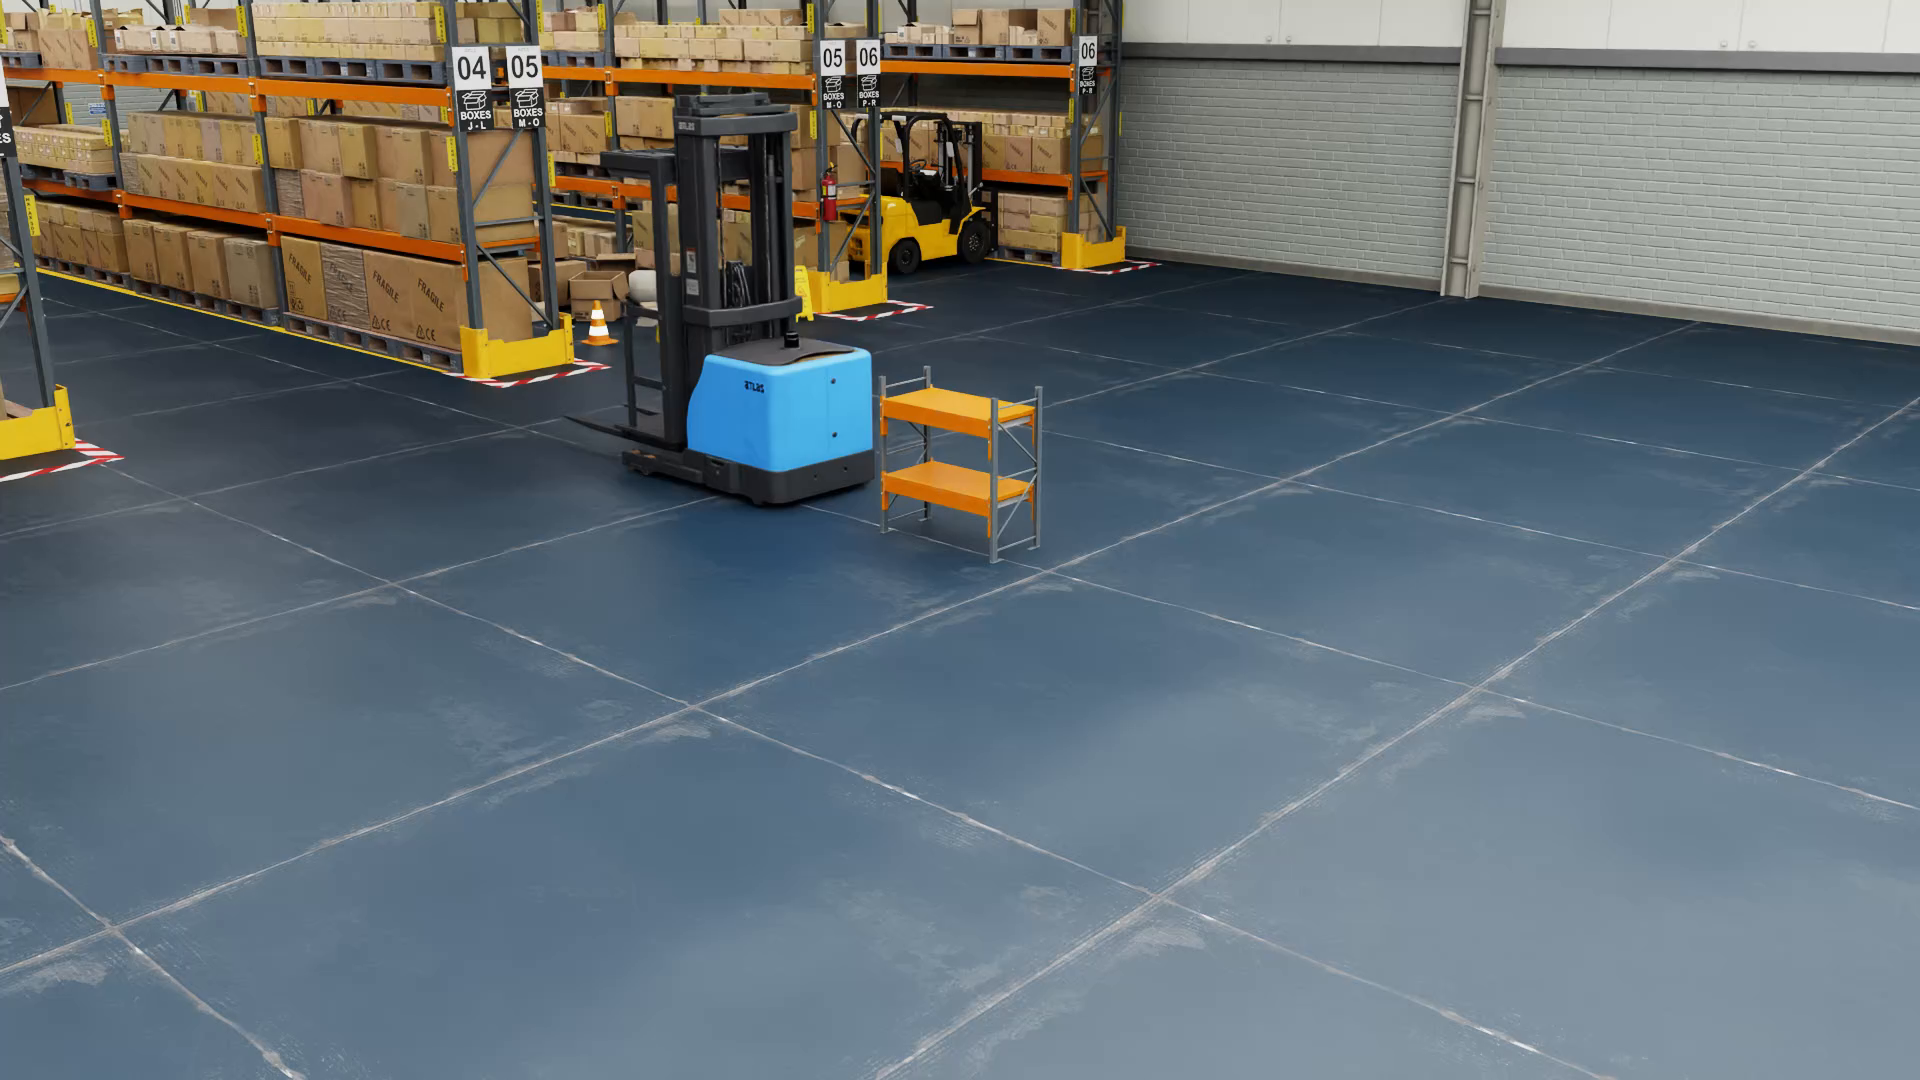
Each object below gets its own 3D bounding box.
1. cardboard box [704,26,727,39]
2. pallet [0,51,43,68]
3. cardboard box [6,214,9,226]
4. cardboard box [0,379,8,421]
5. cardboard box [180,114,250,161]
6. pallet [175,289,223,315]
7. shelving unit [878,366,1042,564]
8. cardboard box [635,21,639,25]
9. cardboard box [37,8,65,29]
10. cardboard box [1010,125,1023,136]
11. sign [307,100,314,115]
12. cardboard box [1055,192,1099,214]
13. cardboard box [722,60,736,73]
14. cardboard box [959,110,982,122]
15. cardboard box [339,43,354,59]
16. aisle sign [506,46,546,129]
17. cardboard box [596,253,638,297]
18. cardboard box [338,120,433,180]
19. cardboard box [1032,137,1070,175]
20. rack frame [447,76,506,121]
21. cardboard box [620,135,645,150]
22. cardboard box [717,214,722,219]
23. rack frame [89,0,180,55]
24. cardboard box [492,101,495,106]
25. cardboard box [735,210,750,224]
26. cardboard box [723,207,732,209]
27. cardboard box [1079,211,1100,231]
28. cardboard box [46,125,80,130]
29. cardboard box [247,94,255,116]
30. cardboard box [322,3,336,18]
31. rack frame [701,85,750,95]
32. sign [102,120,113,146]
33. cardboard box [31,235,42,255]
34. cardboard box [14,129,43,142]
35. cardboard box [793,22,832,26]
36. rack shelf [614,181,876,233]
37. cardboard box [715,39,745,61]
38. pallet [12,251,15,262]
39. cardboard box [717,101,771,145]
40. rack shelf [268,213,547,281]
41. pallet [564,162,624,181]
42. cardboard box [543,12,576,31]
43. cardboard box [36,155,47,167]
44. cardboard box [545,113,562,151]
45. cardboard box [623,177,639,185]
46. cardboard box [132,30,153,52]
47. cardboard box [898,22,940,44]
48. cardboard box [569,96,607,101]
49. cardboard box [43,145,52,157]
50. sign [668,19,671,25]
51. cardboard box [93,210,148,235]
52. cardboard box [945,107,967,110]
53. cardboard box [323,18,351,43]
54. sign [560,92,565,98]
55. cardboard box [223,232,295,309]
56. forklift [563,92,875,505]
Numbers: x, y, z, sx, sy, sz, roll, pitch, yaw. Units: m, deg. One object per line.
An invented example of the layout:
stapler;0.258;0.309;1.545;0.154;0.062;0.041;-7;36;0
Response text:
cardboard box;-2.976;-6.342;20.775;0.250;0.149;0.380;16;23;41
pallet;-12.375;-6.604;22.815;1.003;0.211;1.213;15;23;39
cardboard box;-13.982;-4.757;24.678;0.250;0.149;0.380;16;24;41
cardboard box;-8.392;-1.246;14.018;0.500;0.500;0.500;-13;22;-36
cardboard box;-9.076;-4.942;20.407;0.500;0.500;0.700;15;23;39
pallet;-9.104;-3.067;20.927;1.213;0.211;1.003;15;23;39
shelving unit;-0.005;-0.538;11.446;1.048;1.125;0.538;15;23;39
cardboard box;-5.918;-9.128;29.521;0.250;0.149;0.380;15;23;40
cardboard box;-12.002;-6.935;22.115;0.258;0.266;0.396;15;23;39
cardboard box;0.947;-6.000;24.322;0.250;0.149;0.380;15;23;39
sign;-10.701;-7.084;27.414;0.005;0.325;0.100;15;23;39
cardboard box;1.700;-4.980;24.542;0.500;0.250;0.500;15;23;38
cardboard box;-2.750;-5.932;20.802;0.250;0.149;0.380;14;22;38
cardboard box;0.198;-6.358;24.958;0.250;0.149;0.380;15;23;39
cardboard box;-6.182;-5.065;17.208;0.250;0.149;0.380;15;23;40
aisle sign;-4.316;-4.503;16.544;0.004;0.787;0.394;15;23;39
cardboard box;-4.452;-3.440;21.622;0.500;0.500;0.500;-3;18;-8
cardboard box;-6.104;-4.189;17.821;0.500;0.550;0.875;15;23;39
cardboard box;1.392;-5.561;24.011;0.500;0.500;0.500;14;23;38
rack frame;-7.342;-5.957;25.423;0.127;3.000;1.000;15;23;39
cardboard box;-4.206;-5.192;22.355;0.500;0.500;0.500;15;23;39
cardboard box;-3.293;-4.012;21.906;0.500;0.500;0.500;17;24;42
rack frame;-10.552;-7.676;20.922;0.127;3.000;1.000;15;23;39
cardboard box;-7.548;-6.635;25.743;0.500;0.500;0.500;14;22;37
cardboard box;-2.635;-4.118;21.169;0.250;0.149;0.380;16;23;40
cardboard box;-3.592;-6.021;28.855;0.625;0.625;0.875;16;24;41
cardboard box;1.720;-4.744;24.624;0.500;0.250;0.500;16;23;40
cardboard box;-12.912;-5.893;23.961;0.250;0.149;0.380;14;22;38
cardboard box;-12.000;-7.623;28.854;0.500;0.500;0.500;15;23;39
cardboard box;-6.375;-5.496;17.249;0.250;0.149;0.380;15;23;39
rack frame;-4.050;-7.081;28.964;0.127;3.000;1.000;15;23;39
sign;-10.905;-5.206;21.274;0.005;0.325;0.100;15;23;39
cardboard box;-13.167;-4.420;24.018;0.500;0.500;0.500;16;24;41
cardboard box;-12.966;-5.643;23.172;0.250;0.149;0.380;15;23;39
cardboard box;-2.335;-8.157;26.684;0.500;0.311;0.500;14;22;37
rack shelf;-2.854;-4.409;21.735;4.000;0.370;1.077;15;23;39
cardboard box;-2.686;-6.097;20.661;0.500;0.250;0.500;16;24;41
pallet;-14.069;-4.417;25.182;1.213;0.211;1.003;15;23;39
cardboard box;-2.708;-5.252;20.892;0.500;0.500;0.700;15;23;39
rack shelf;-6.064;-3.269;18.143;4.000;0.370;1.077;15;23;39
pallet;-4.825;-5.249;23.508;1.213;0.211;1.003;15;23;39
cardboard box;-5.646;-7.238;23.227;0.500;0.250;0.500;16;23;40
cardboard box;-12.387;-5.205;22.774;0.250;0.149;0.380;14;22;37
cardboard box;-5.601;-5.788;23.540;0.500;0.500;0.500;16;24;41
cardboard box;-4.327;-4.898;22.502;0.250;0.149;0.380;15;23;39
cardboard box;-9.782;-6.127;20.388;0.500;0.250;0.500;16;24;41
cardboard box;-0.597;-7.690;25.214;0.500;0.311;0.500;16;23;40
cardboard box;-6.828;-7.984;30.950;0.500;0.500;0.700;16;23;41
cardboard box;-12.190;-5.293;22.562;0.250;0.149;0.380;16;23;41
sign;-3.995;-6.954;22.752;0.005;0.325;0.100;15;23;39
cardboard box;-11.237;-4.261;22.277;0.500;0.250;0.500;14;23;38
cardboard box;-0.023;-6.634;25.828;0.250;0.149;0.380;14;23;38
cardboard box;-6.245;-5.296;17.279;0.500;0.250;0.500;15;23;40
sign;-7.396;-8.172;30.972;0.005;0.325;0.100;15;23;39
cardboard box;-8.084;-3.246;19.904;0.750;0.750;1.050;15;23;39
forklift;-2.074;-2.012;13.107;3.031;2.935;1.130;16;24;41
